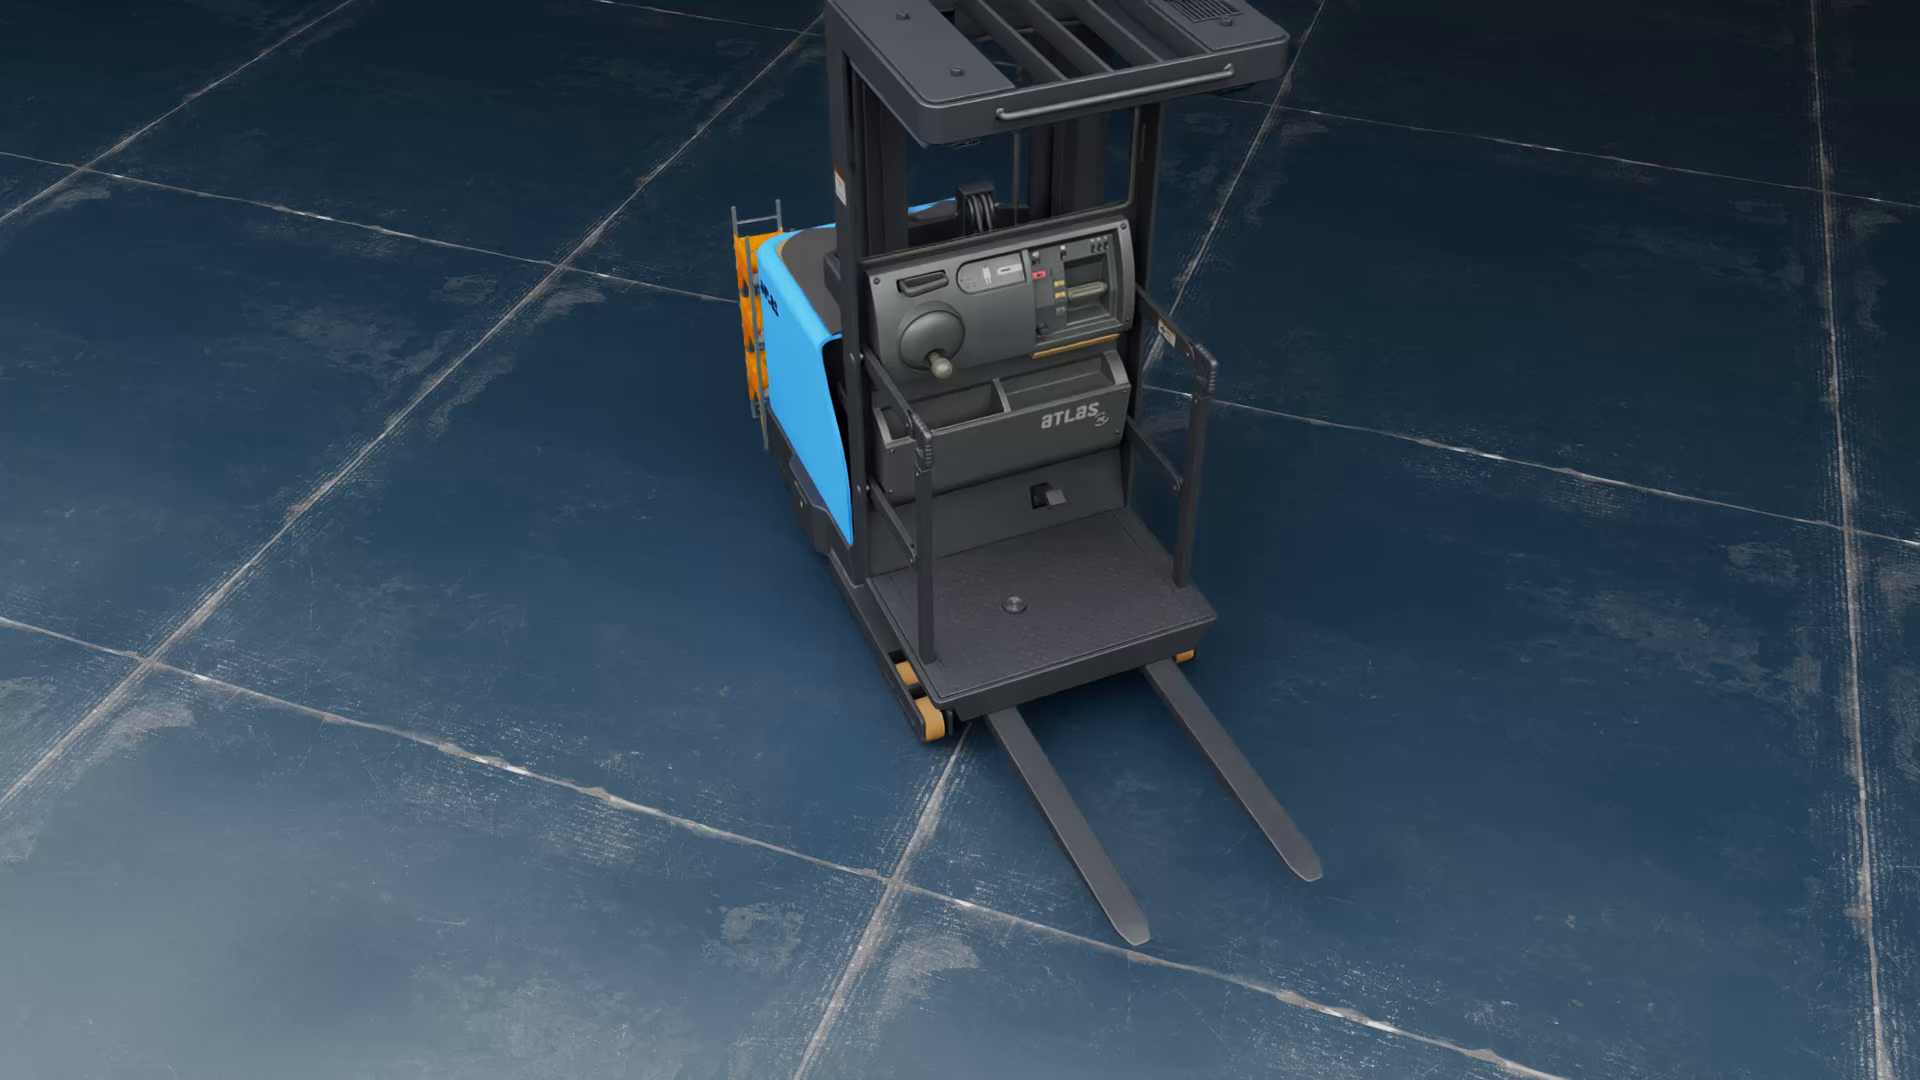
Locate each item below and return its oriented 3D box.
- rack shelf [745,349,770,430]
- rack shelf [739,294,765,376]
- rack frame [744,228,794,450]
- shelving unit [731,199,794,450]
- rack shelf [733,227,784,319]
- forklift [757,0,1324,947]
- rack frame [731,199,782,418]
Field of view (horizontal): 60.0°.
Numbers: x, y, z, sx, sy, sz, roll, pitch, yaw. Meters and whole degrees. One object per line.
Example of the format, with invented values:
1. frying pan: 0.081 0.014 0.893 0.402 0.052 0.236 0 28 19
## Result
1. rack shelf: -0.789 -0.667 7.168 0.215 0.259 0.240 -12 42 -14
2. rack shelf: -0.789 -0.879 6.987 0.215 0.259 0.240 -12 42 -14
3. rack frame: -0.751 -0.811 6.892 0.200 1.050 0.008 -12 42 -14
4. shelving unit: -0.789 -0.887 6.980 0.215 1.050 0.252 -12 42 -14
5. rack shelf: -0.789 -1.094 6.803 0.215 0.259 0.240 -12 42 -14
6. forklift: 0.235 -0.716 5.332 1.130 2.935 3.031 -15 43 -17
7. rack frame: -0.827 -0.962 7.068 0.200 1.050 0.008 -12 42 -14
